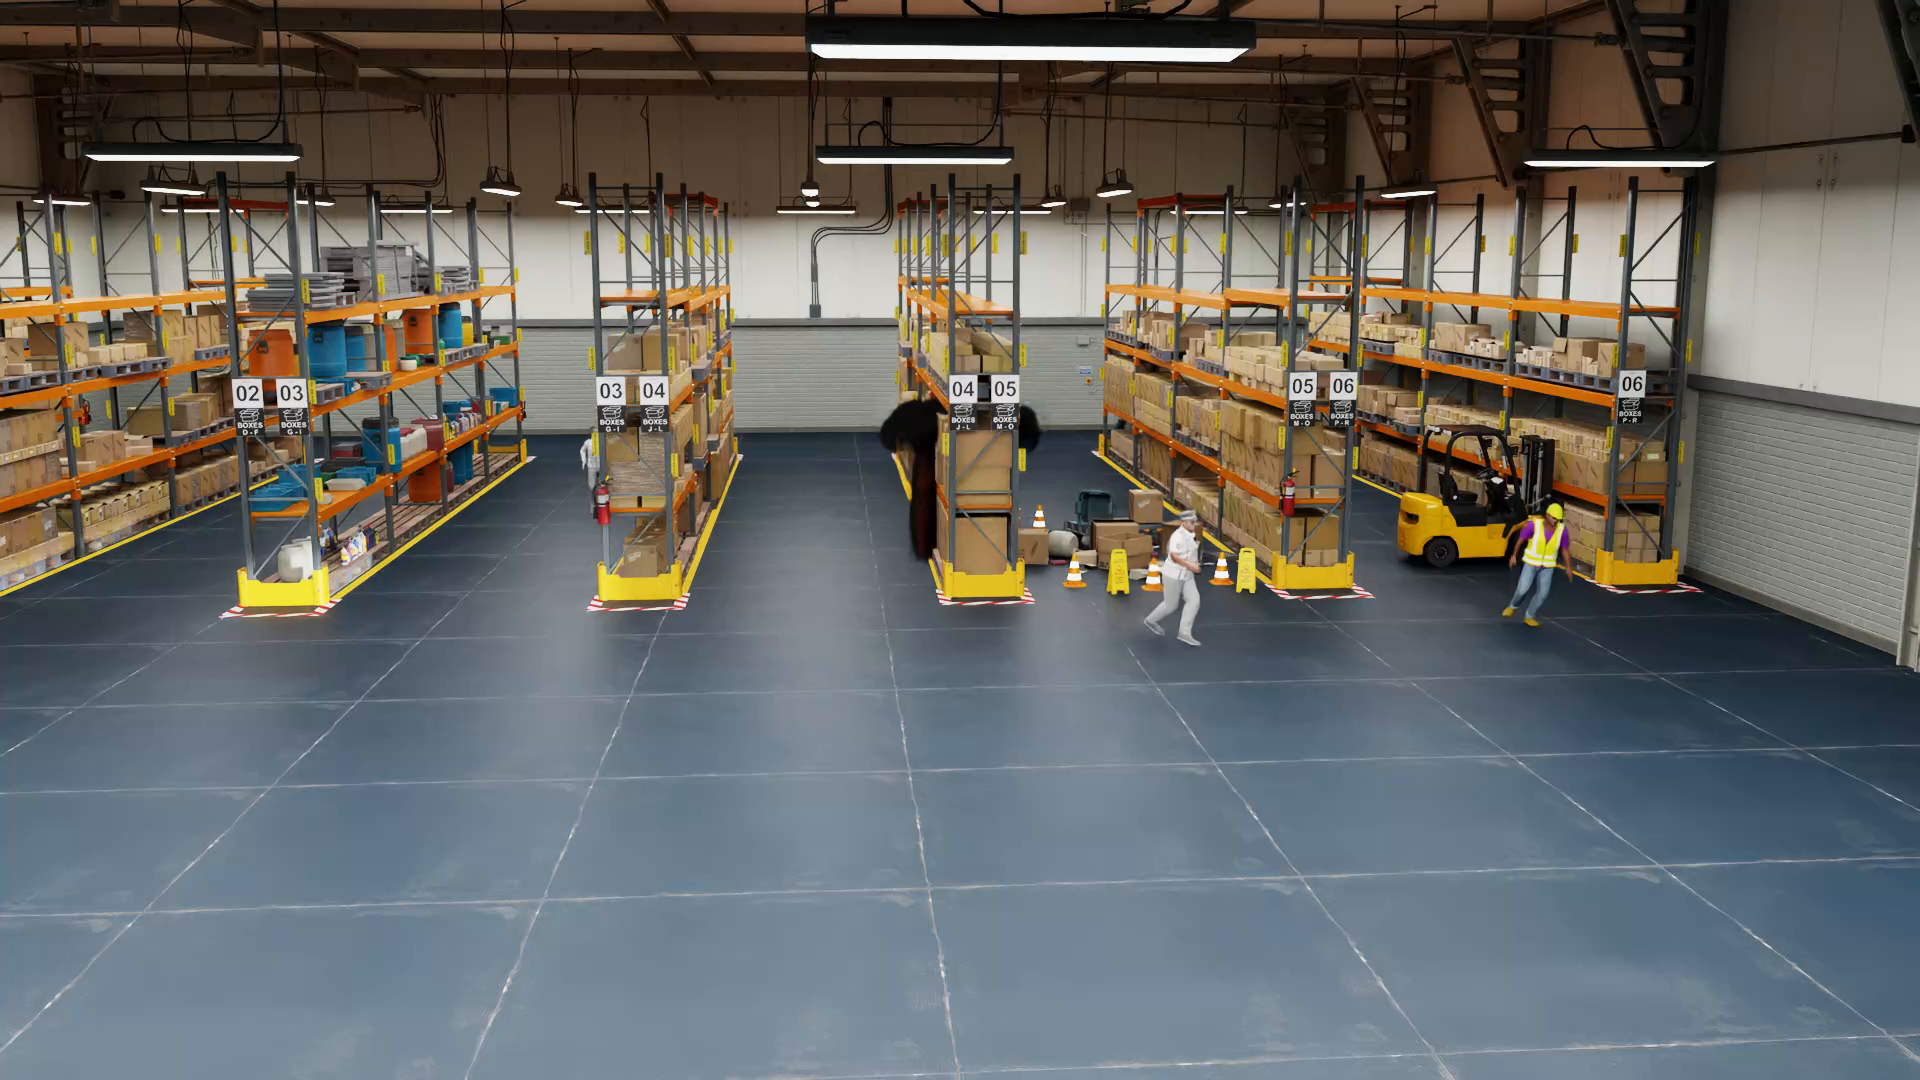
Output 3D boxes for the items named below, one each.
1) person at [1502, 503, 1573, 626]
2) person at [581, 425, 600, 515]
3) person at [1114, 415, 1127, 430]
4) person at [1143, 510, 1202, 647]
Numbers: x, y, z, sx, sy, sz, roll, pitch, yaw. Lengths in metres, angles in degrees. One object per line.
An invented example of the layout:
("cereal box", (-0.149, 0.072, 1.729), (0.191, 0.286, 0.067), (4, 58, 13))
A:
("person", (7.660, 0.316, 21.988), (0.809, 1.680, 0.695), (1, 10, 5))
("person", (-6.852, -1.328, 31.371), (0.591, 1.716, 0.695), (-2, 10, -10))
("person", (4.139, -3.024, 41.410), (0.647, 1.558, 0.546), (1, 10, 6))
("person", (2.696, 0.458, 21.147), (0.833, 1.753, 0.630), (7, 12, 34))
